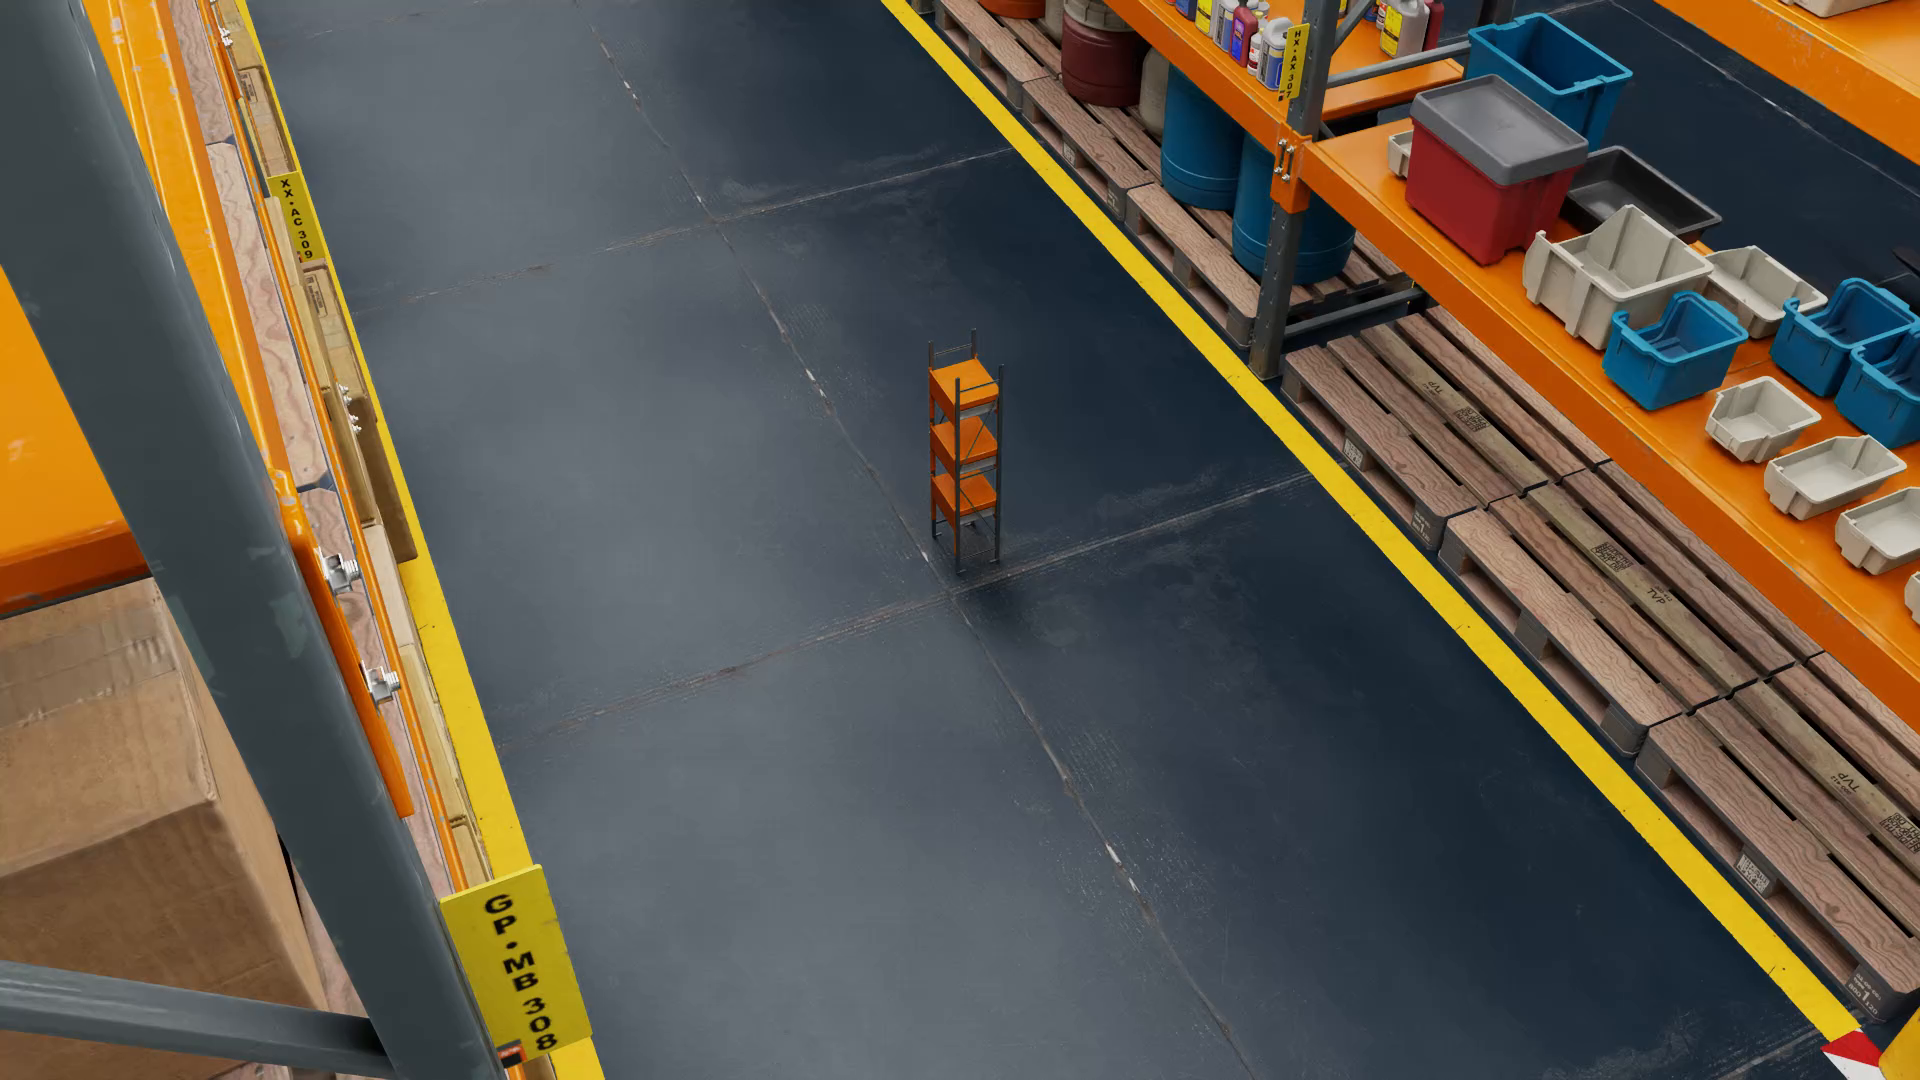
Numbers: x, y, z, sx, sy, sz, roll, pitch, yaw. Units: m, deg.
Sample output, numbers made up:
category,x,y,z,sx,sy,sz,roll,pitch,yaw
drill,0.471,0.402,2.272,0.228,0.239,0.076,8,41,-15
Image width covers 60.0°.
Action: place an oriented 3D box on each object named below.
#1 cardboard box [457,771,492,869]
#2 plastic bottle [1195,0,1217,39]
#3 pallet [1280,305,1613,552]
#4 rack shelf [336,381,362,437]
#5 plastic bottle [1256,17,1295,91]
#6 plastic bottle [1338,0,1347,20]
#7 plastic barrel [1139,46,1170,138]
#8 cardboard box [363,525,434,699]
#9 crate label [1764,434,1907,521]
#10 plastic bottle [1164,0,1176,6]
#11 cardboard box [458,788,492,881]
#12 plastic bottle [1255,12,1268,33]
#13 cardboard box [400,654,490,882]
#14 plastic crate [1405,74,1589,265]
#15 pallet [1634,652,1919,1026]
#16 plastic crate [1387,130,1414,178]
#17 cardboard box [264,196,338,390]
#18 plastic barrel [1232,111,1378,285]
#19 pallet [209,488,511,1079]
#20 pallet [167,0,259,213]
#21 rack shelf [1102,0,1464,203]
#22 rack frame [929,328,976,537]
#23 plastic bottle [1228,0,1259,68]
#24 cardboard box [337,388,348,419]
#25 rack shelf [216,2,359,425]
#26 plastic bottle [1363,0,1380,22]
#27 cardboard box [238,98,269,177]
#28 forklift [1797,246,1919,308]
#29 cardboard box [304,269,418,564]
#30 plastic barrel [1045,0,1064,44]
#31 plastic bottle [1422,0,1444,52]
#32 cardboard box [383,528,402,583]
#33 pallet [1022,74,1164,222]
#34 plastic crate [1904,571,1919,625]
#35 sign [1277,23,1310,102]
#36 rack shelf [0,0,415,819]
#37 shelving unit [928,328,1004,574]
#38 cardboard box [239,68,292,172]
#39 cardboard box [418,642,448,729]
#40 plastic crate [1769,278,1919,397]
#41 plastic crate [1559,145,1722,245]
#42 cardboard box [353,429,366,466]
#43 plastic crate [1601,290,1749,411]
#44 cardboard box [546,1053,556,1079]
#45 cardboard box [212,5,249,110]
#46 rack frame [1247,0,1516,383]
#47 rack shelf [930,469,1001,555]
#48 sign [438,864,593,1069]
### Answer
category,x,y,z,sx,sy,sz,roll,pitch,yaw
cardboard box,-1.457,0.800,4.352,0.380,0.149,0.250,-19,48,-18
plastic bottle,1.170,-2.470,7.521,0.144,0.351,0.185,-18,47,-17
pallet,2.197,-0.548,7.524,1.003,0.211,1.213,-18,47,-17
rack shelf,-1.800,0.995,4.487,1.077,0.370,4.000,-18,47,-17
plastic bottle,1.394,-2.110,7.210,0.152,0.276,0.135,-18,47,-17
plastic bottle,1.745,-2.519,7.678,0.097,0.201,0.097,0,45,0
plastic barrel,1.186,-2.451,8.940,0.421,0.512,0.421,0,45,0
cardboard box,-1.782,0.270,4.604,0.500,0.250,0.500,-17,47,-17
crate label,2.780,-0.202,5.333,0.396,0.136,0.243,-18,47,-17
plastic bottle,1.028,-2.664,7.771,0.152,0.276,0.135,-18,47,-17
cardboard box,-1.348,0.925,3.941,0.500,0.250,0.500,-20,48,-19
plastic bottle,1.320,-2.252,7.407,0.097,0.201,0.097,0,45,0
cardboard box,-1.349,0.662,3.674,0.500,0.500,0.500,-19,48,-18
plastic crate,2.001,-1.399,6.313,0.402,0.464,0.583,-18,47,-17
pallet,3.223,1.006,5.949,1.003,0.211,1.213,-18,47,-17
plastic crate,1.919,-1.587,6.736,0.396,0.136,0.243,-18,47,-17
cardboard box,-2.205,-0.641,4.994,0.500,0.500,0.500,-17,47,-16
plastic barrel,1.640,-1.752,7.954,0.600,0.901,0.708,-18,47,-17
pallet,-1.280,0.508,2.396,1.003,0.211,1.213,-18,47,-17
pallet,-2.306,-1.047,3.972,1.003,0.211,1.213,-18,47,-17
rack shelf,1.012,-3.017,8.553,1.077,0.370,4.000,-18,47,-17
rack frame,-0.029,-0.417,6.794,0.200,1.050,0.008,-18,47,-17
plastic bottle,1.255,-2.246,7.343,0.061,0.283,0.133,-18,47,-17
cardboard box,-2.217,-0.384,5.267,0.500,0.250,0.500,-19,48,-18
rack shelf,-3.482,-1.554,7.070,1.077,0.370,4.000,-18,47,-17
plastic bottle,1.924,-2.527,7.636,0.097,0.271,0.097,0,45,0
cardboard box,-2.820,-1.258,6.187,0.500,0.500,0.500,-18,47,-17
forklift,4.953,-1.276,6.325,1.130,2.935,3.031,-16,47,-16
cardboard box,-2.928,-0.331,6.532,1.225,0.875,0.875,-18,47,-17
plastic barrel,0.711,-3.171,9.669,0.421,0.512,0.421,0,45,0
plastic bottle,2.086,-2.316,7.414,0.061,0.283,0.133,-18,47,-17
cardboard box,-1.891,0.143,5.017,0.380,0.149,0.250,-17,47,-17
pallet,1.050,-2.288,9.288,1.003,0.211,1.213,-18,47,-17
plastic crate,3.028,0.157,4.969,0.396,0.136,0.243,-18,47,-17
sign,1.353,-1.935,6.748,0.100,0.325,0.005,-18,47,-17
rack shelf,-1.800,-0.998,2.520,1.077,0.370,4.000,-18,47,-17
shelving unit,0.022,-0.340,6.716,0.215,1.050,0.252,-18,47,-17
cardboard box,-3.684,-1.461,7.678,1.225,0.875,0.875,-18,47,-17
cardboard box,-1.675,0.470,4.685,0.380,0.149,0.250,-19,48,-18
plastic crate,3.050,-0.696,5.765,0.416,0.233,0.300,-18,47,-17
plastic crate,2.567,-1.288,6.441,0.437,0.125,0.590,-18,47,-17
cardboard box,-2.107,-0.184,5.349,0.380,0.149,0.250,-17,47,-17
plastic crate,2.439,-0.644,5.712,0.416,0.233,0.300,-18,47,-17
cardboard box,-1.137,1.287,3.857,0.380,0.149,0.250,-19,48,-18
cardboard box,-3.252,-1.905,6.843,0.500,0.500,0.500,-17,47,-17
rack frame,1.853,-1.998,7.008,1.000,3.000,0.127,-18,47,-17
rack shelf,0.022,-0.134,6.918,0.215,0.259,0.240,-18,47,-17
sign,-0.453,0.446,1.716,0.100,0.325,0.005,-18,47,-17
